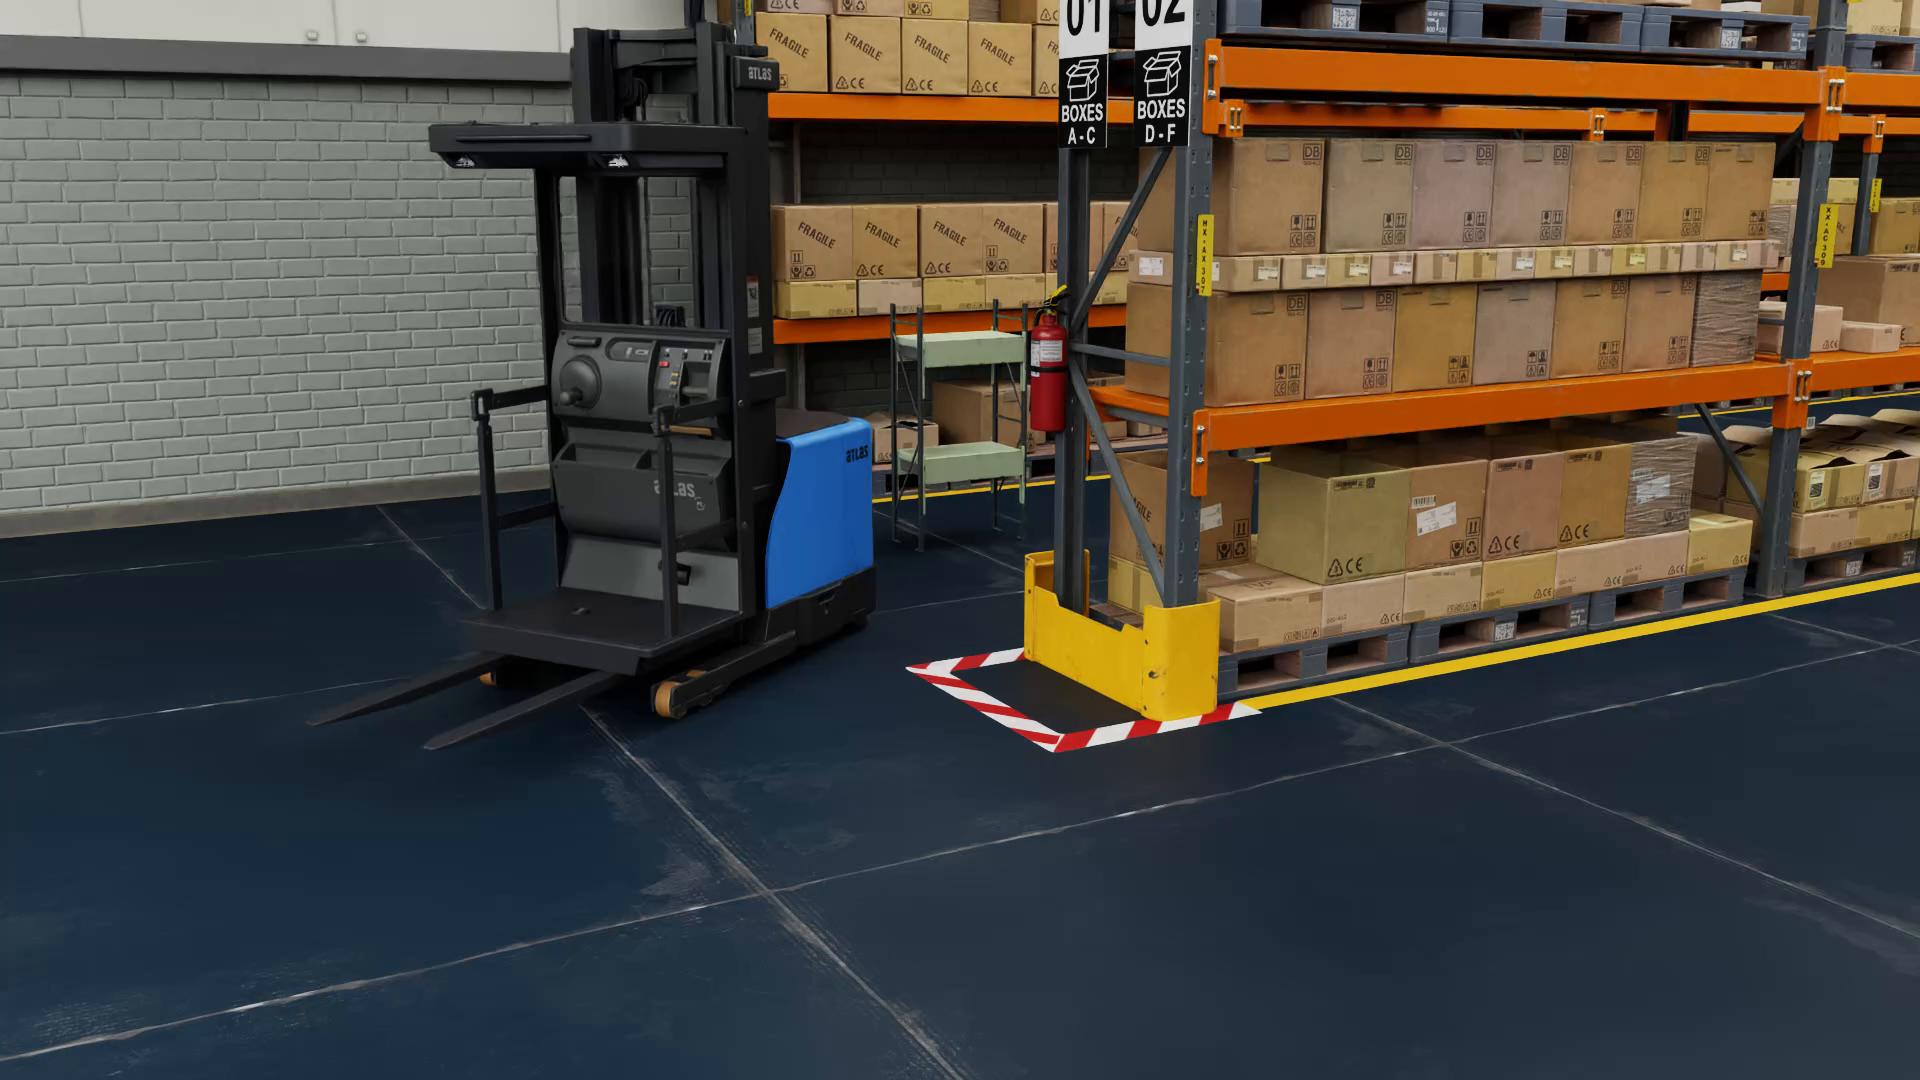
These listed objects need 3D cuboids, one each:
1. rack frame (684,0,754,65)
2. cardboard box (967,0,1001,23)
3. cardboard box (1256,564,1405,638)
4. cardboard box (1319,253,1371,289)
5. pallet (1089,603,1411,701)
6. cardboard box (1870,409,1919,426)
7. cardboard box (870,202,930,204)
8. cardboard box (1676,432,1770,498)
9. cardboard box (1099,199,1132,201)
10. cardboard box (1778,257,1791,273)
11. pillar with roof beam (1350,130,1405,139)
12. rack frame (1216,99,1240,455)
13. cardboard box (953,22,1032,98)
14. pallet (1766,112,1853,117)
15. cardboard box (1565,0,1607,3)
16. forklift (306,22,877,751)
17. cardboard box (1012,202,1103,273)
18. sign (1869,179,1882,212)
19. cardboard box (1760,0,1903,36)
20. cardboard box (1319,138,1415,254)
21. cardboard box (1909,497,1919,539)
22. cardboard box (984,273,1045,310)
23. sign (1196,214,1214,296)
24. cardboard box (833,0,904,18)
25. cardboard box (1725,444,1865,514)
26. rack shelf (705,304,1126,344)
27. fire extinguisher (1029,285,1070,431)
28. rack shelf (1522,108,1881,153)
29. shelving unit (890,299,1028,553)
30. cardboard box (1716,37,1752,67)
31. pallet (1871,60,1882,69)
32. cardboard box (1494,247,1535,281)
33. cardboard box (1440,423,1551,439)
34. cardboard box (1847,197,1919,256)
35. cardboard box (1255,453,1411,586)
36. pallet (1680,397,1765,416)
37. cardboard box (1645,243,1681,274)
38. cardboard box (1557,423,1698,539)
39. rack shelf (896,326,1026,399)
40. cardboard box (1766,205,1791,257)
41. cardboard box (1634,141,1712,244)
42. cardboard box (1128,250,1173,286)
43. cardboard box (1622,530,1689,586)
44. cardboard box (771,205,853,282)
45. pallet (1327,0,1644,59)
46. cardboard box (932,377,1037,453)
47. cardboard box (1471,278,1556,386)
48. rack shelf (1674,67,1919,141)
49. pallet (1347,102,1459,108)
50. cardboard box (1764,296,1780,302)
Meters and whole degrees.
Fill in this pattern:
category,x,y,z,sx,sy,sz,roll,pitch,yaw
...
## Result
category,x,y,z,sx,sy,sz,roll,pitch,yaw
rack frame,-1.636,-4.693,10.965,0.127,3.000,1.000,-7,14,-28
cardboard box,-0.021,-4.030,12.301,0.500,0.500,0.500,-7,14,-28
cardboard box,1.755,0.258,7.936,0.500,0.250,0.500,-7,14,-28
cardboard box,1.638,-1.231,7.541,0.250,0.149,0.380,-7,14,-28
pallet,1.392,0.460,8.083,1.213,0.211,1.003,-7,14,-28
cardboard box,6.256,-0.682,10.835,0.500,0.311,0.500,-7,15,-29
cardboard box,-0.426,-2.265,12.430,0.500,0.500,0.500,-7,15,-29
cardboard box,4.470,-0.467,9.882,0.500,0.311,0.500,-7,14,-28
cardboard box,1.362,-2.480,13.384,0.500,0.500,0.500,-7,15,-29
cardboard box,8.072,-2.736,16.463,0.250,0.149,0.380,-7,14,-28
pillar with roof beam,5.893,-4.734,11.151,0.400,9.000,9.100,-7,14,-28
rack frame,1.875,-2.187,13.493,0.127,3.000,1.000,-7,14,-28
cardboard box,0.179,-3.440,11.958,0.500,0.500,0.500,-6,14,-24
pallet,8.115,-4.292,16.454,1.217,0.209,0.805,-8,15,-30
cardboard box,2.745,-2.870,8.189,0.637,0.503,0.797,-5,14,-22
forklift,-1.555,-0.767,7.341,1.130,2.935,3.031,6,14,26
cardboard box,0.725,-2.275,12.475,0.500,0.500,0.500,-7,15,-29
sign,9.165,-3.451,16.654,0.005,0.325,0.100,-7,14,-28
cardboard box,4.797,-2.890,9.174,0.500,0.250,0.500,-5,14,-22
cardboard box,1.662,-1.602,7.712,0.500,0.500,0.700,-7,15,-29
cardboard box,5.627,-0.199,9.968,0.500,0.250,0.500,-7,15,-30
cardboard box,0.288,-1.855,12.316,0.500,0.250,0.500,-7,14,-27
sign,1.001,-1.165,6.801,0.005,0.325,0.100,-7,14,-28
cardboard box,-0.717,-3.812,11.334,0.500,0.500,0.500,-7,14,-29
cardboard box,4.734,-0.365,9.427,0.500,0.311,0.500,-7,14,-28
rack shelf,0.119,-1.625,12.637,4.000,0.370,1.077,-7,14,-28
fire extinguisher,0.414,-0.851,7.734,0.183,0.674,0.296,-7,14,-28
rack shelf,7.141,-3.930,16.048,4.000,0.370,1.077,-7,14,-28
shelving unit,-0.006,-0.731,10.441,0.755,1.500,0.431,-7,14,-28
cardboard box,7.143,-4.572,16.032,0.500,0.500,0.700,-7,14,-28
pallet,6.229,-2.818,9.895,1.213,0.211,1.003,-6,14,-25
cardboard box,2.538,-1.338,8.018,0.250,0.149,0.380,-7,14,-27
cardboard box,2.817,-0.368,9.010,0.500,0.500,0.500,-7,14,-28
cardboard box,9.380,-3.228,17.440,0.700,0.700,0.980,-7,14,-27
cardboard box,1.756,-0.107,7.852,0.500,0.500,0.500,-7,14,-28
pallet,7.183,-1.443,16.540,1.213,0.211,1.003,-7,14,-28
cardboard box,3.439,-1.446,8.498,0.250,0.149,0.380,-7,14,-28
cardboard box,3.505,-0.320,8.799,0.500,0.500,0.500,-7,14,-28
rack shelf,-0.006,-1.112,10.356,0.720,0.370,0.431,-7,14,-28
cardboard box,7.724,-3.028,16.281,0.500,0.500,0.500,-7,14,-28
cardboard box,3.422,-1.813,8.650,0.500,0.500,0.700,-7,14,-28
cardboard box,0.985,-1.254,7.643,0.250,0.149,0.380,-7,15,-29
cardboard box,3.506,0.046,8.880,0.500,0.250,0.500,-7,14,-28
cardboard box,-1.073,-2.061,11.521,0.500,0.500,0.500,-7,14,-28
pallet,2.446,-2.430,7.946,1.213,0.211,1.003,-7,14,-28
cardboard box,0.182,-0.944,12.663,0.500,0.500,0.700,-8,15,-31
cardboard box,2.514,-1.070,8.306,0.500,0.500,0.700,-6,14,-26
rack shelf,6.007,-2.555,9.938,4.000,0.370,1.077,-7,14,-28
pallet,3.376,-3.712,13.869,1.003,0.211,1.213,-7,14,-28
cardboard box,4.935,-1.295,9.836,0.258,0.266,0.396,-7,15,-29
